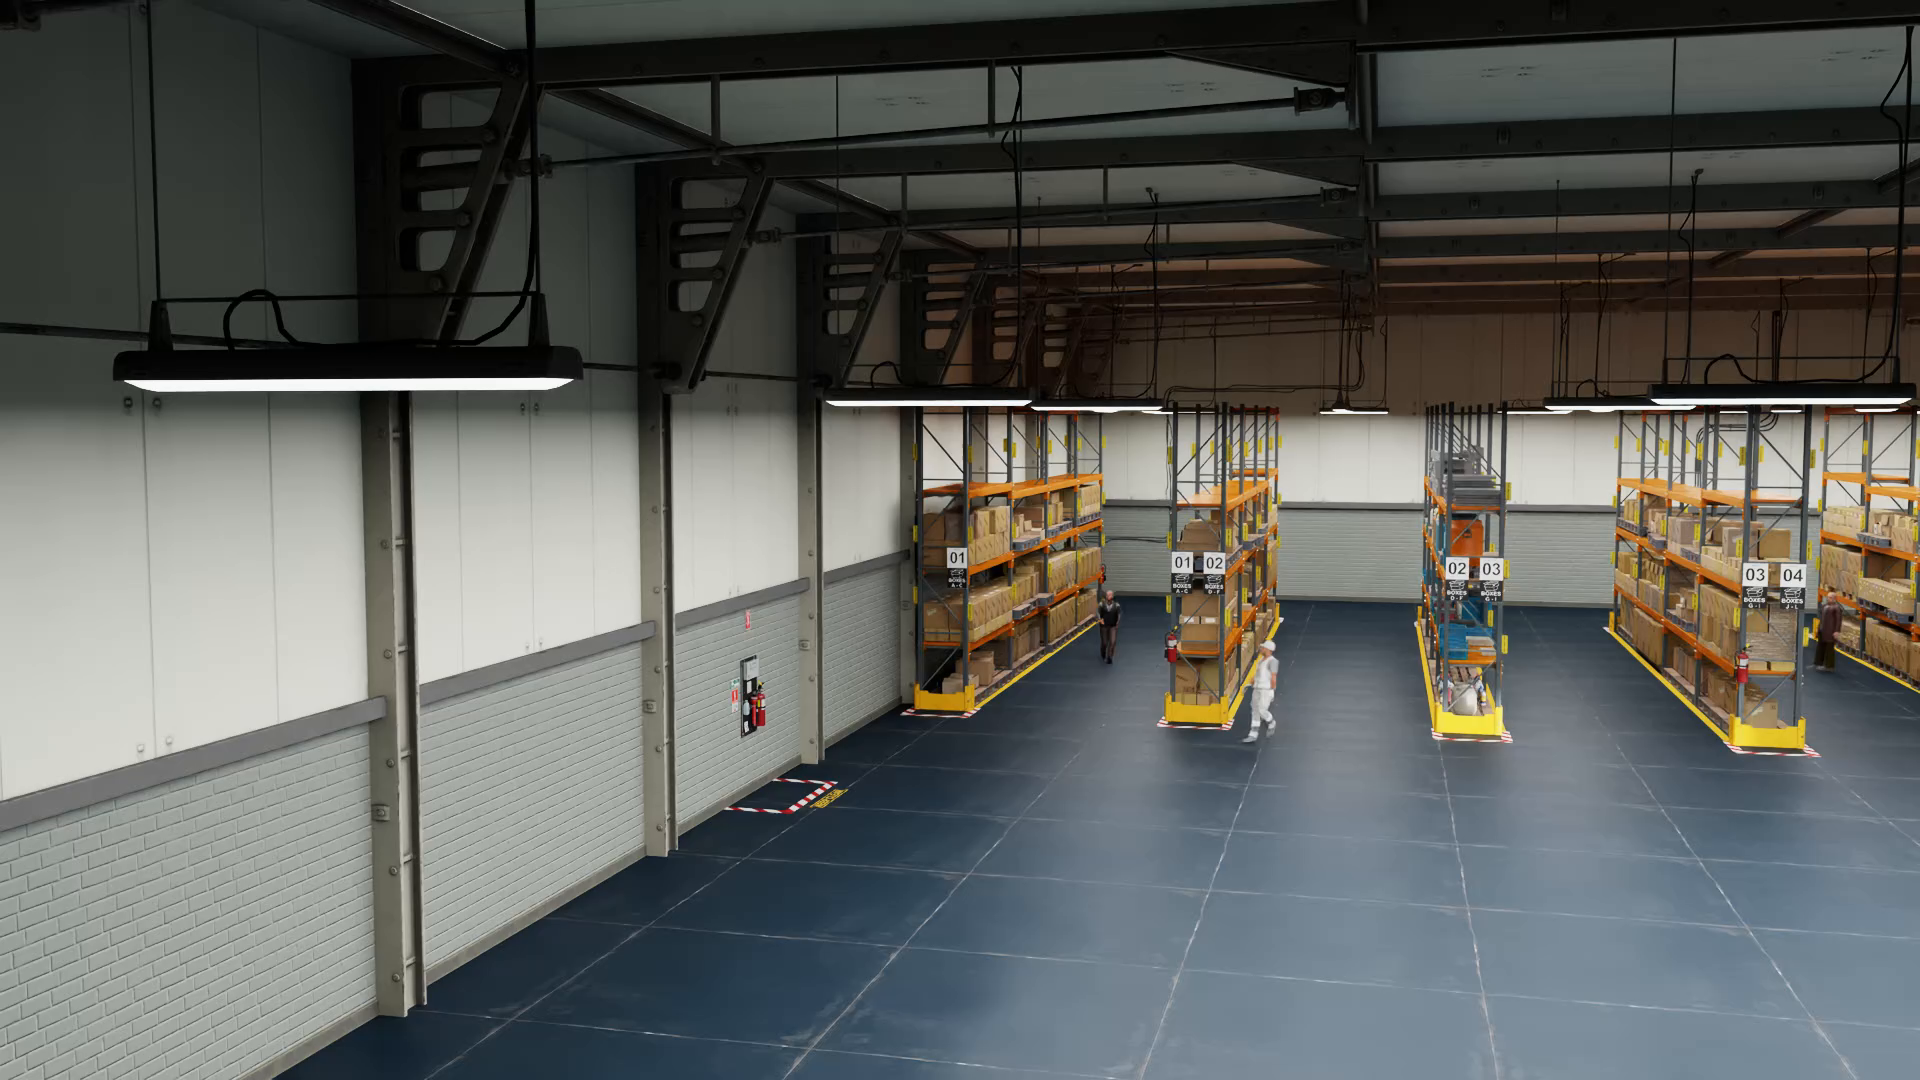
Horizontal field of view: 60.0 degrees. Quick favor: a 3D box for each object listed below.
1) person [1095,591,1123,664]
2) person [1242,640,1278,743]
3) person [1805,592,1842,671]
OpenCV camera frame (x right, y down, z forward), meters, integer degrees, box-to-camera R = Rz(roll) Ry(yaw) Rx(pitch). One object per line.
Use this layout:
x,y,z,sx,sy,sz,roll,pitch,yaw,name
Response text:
3.481,2.024,38.767,0.656,1.689,0.741,0,4,-6,person
5.258,2.667,29.331,0.664,1.776,0.629,-3,5,-32,person
19.497,2.072,37.513,0.563,1.796,0.596,0,4,4,person
